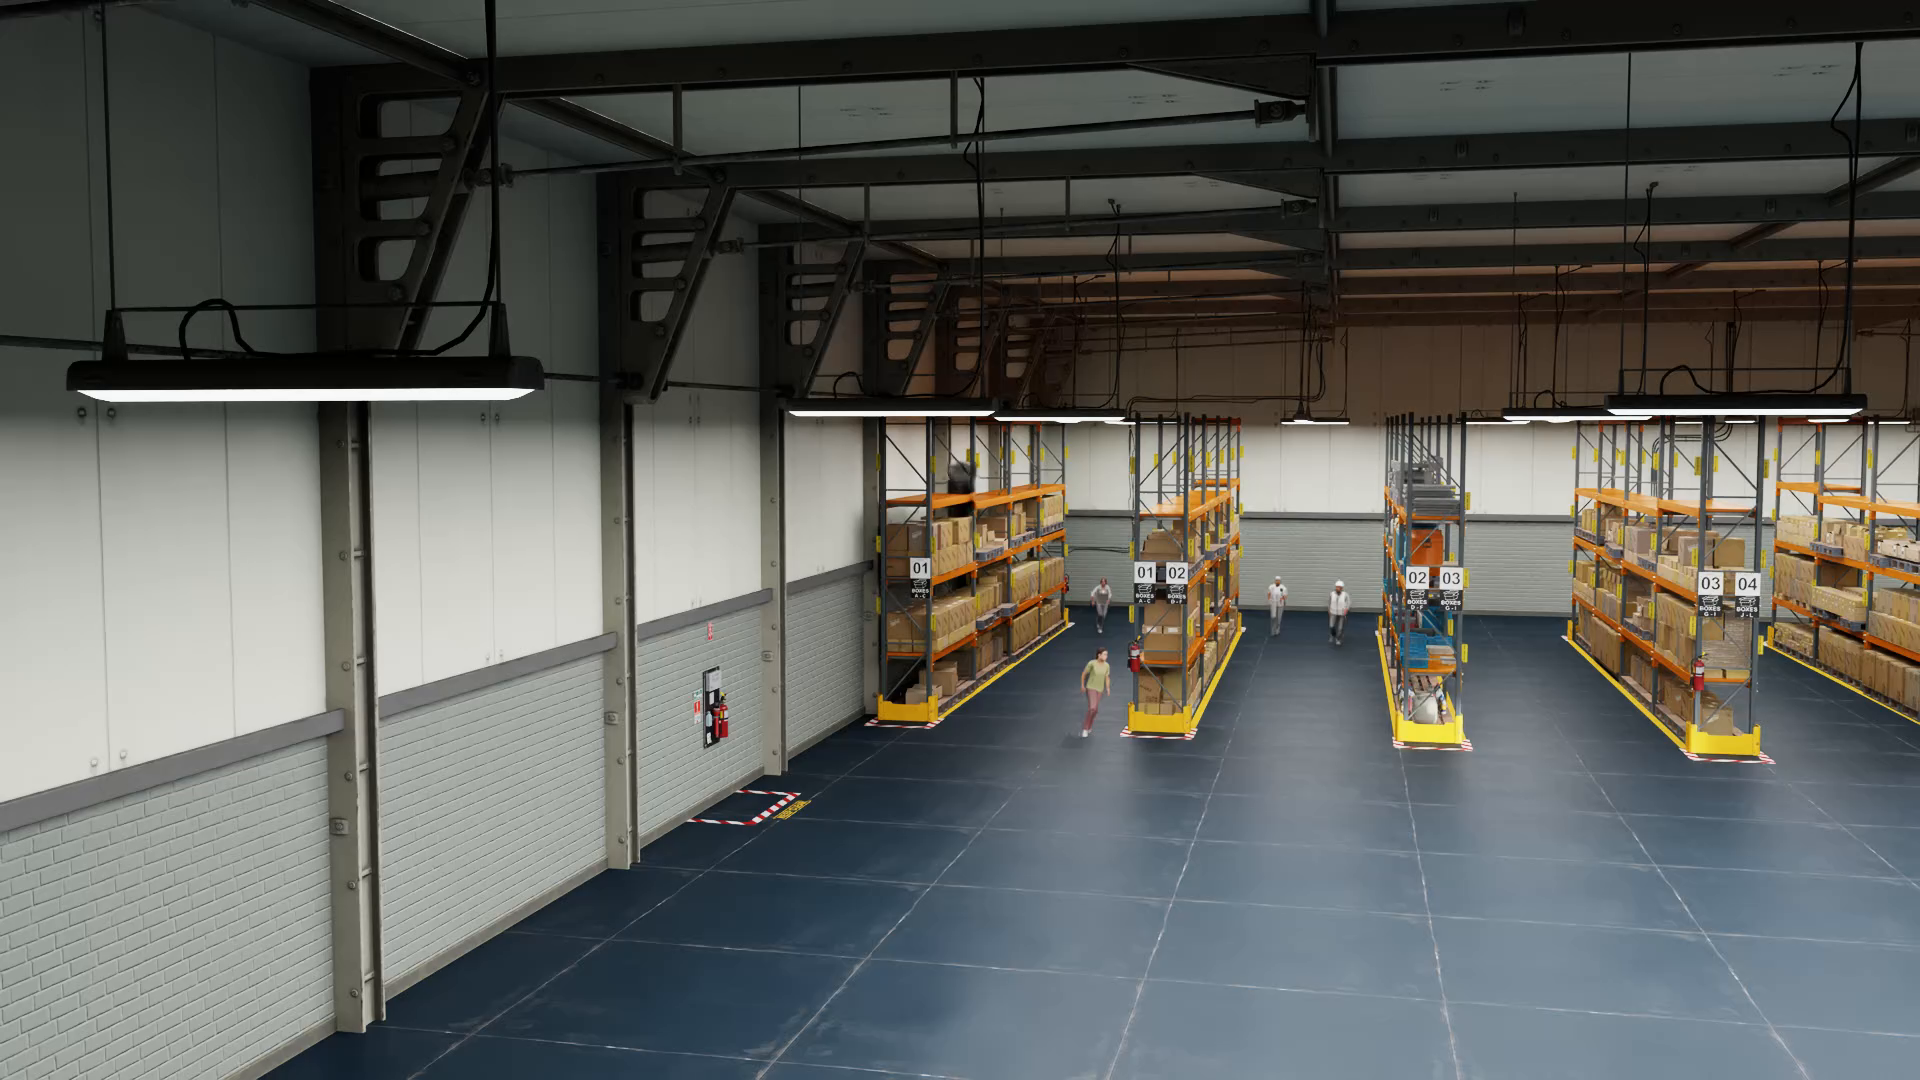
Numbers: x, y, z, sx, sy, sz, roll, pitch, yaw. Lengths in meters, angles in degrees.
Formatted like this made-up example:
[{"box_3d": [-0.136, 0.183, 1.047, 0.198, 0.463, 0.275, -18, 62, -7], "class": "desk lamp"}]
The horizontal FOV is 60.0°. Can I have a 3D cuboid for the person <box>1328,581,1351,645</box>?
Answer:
[{"box_3d": [9.897, 1.914, 43.455, 0.648, 1.724, 0.774, 1, 4, 20], "class": "person"}]

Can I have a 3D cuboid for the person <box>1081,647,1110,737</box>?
[{"box_3d": [2.454, 2.794, 30.859, 0.638, 1.631, 0.653, -2, 4, -23], "class": "person"}]

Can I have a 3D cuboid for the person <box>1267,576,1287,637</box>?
[{"box_3d": [8.726, 1.825, 45.722, 0.506, 1.684, 0.778, 0, 4, 3], "class": "person"}]

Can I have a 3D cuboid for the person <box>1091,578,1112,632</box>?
[{"box_3d": [3.960, 1.815, 46.358, 0.548, 1.541, 0.663, -1, 4, -9], "class": "person"}]
